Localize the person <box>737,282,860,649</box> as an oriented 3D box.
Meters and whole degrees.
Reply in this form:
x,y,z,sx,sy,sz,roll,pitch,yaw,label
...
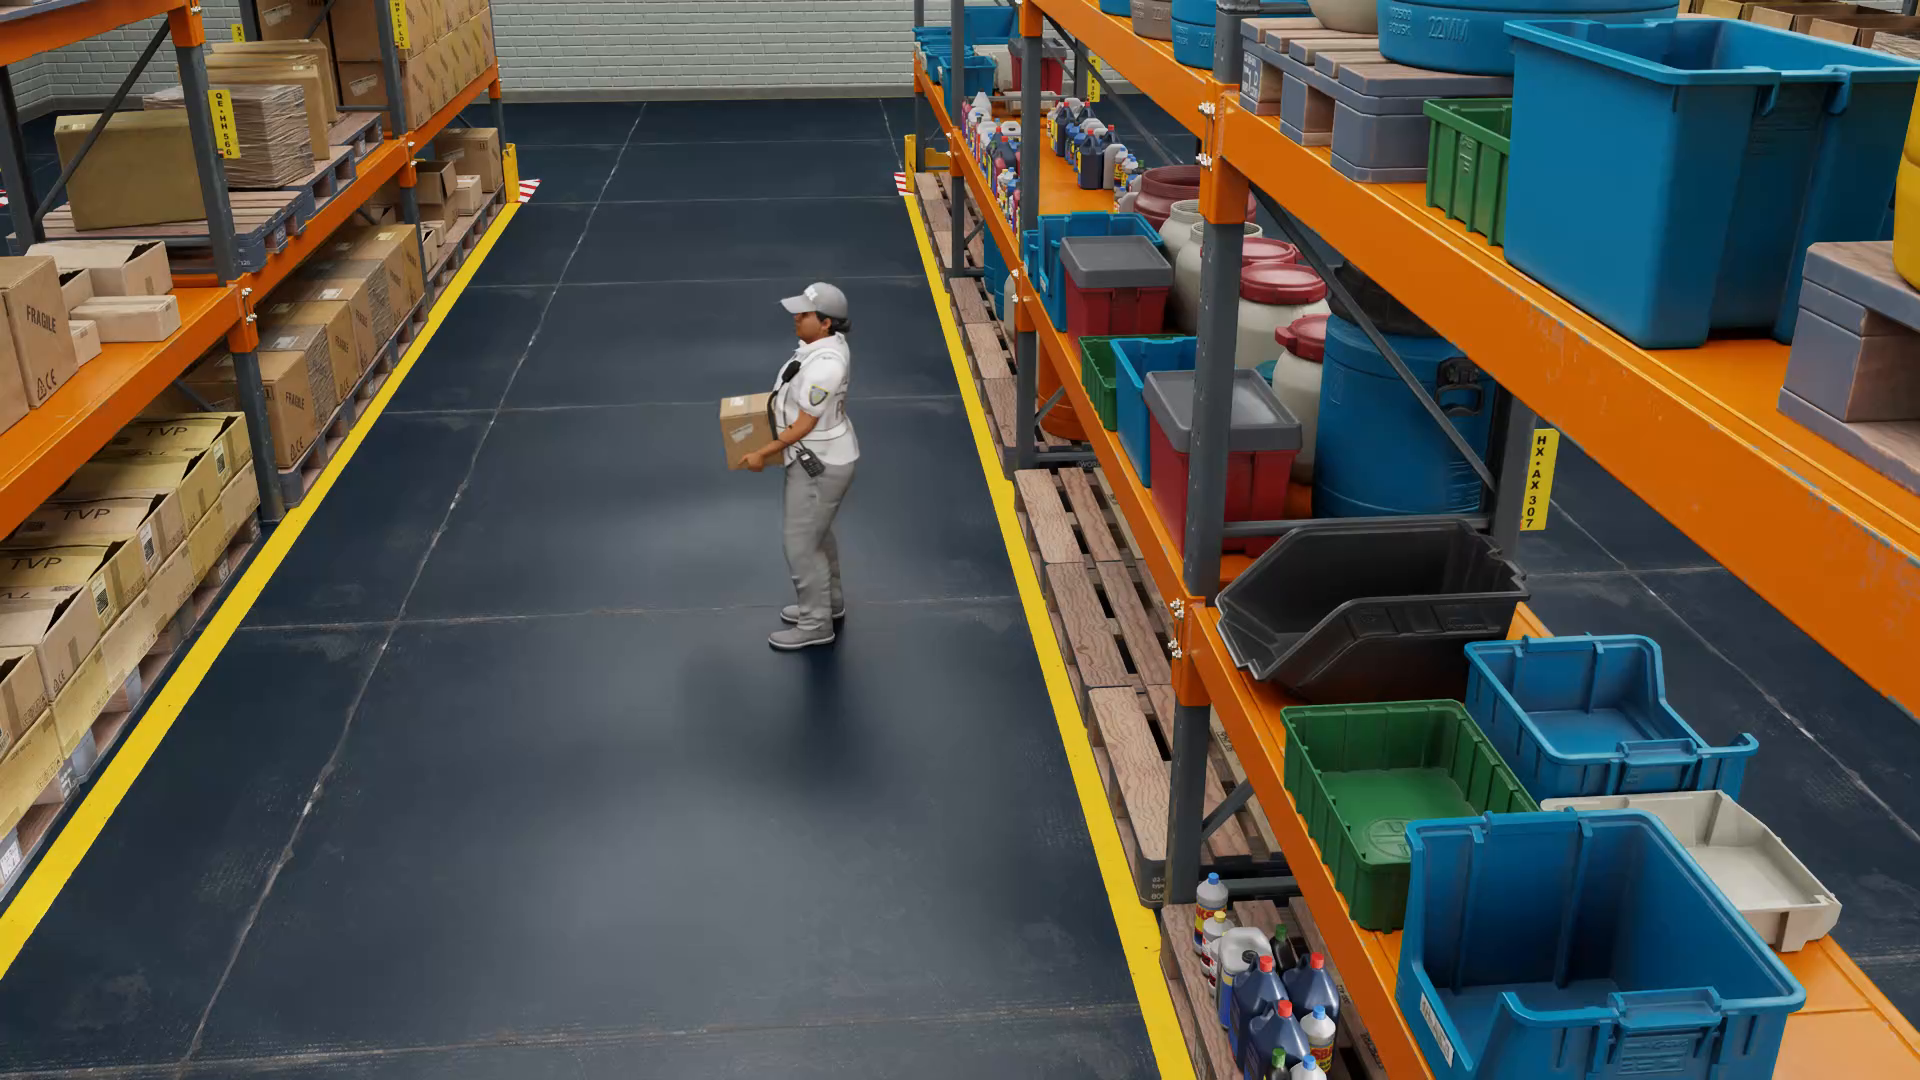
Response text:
x,y,z,sx,sy,sz,roll,pitch,yaw,label
-0.710,-0.330,7.354,0.534,1.653,0.453,-2,24,-5,person
